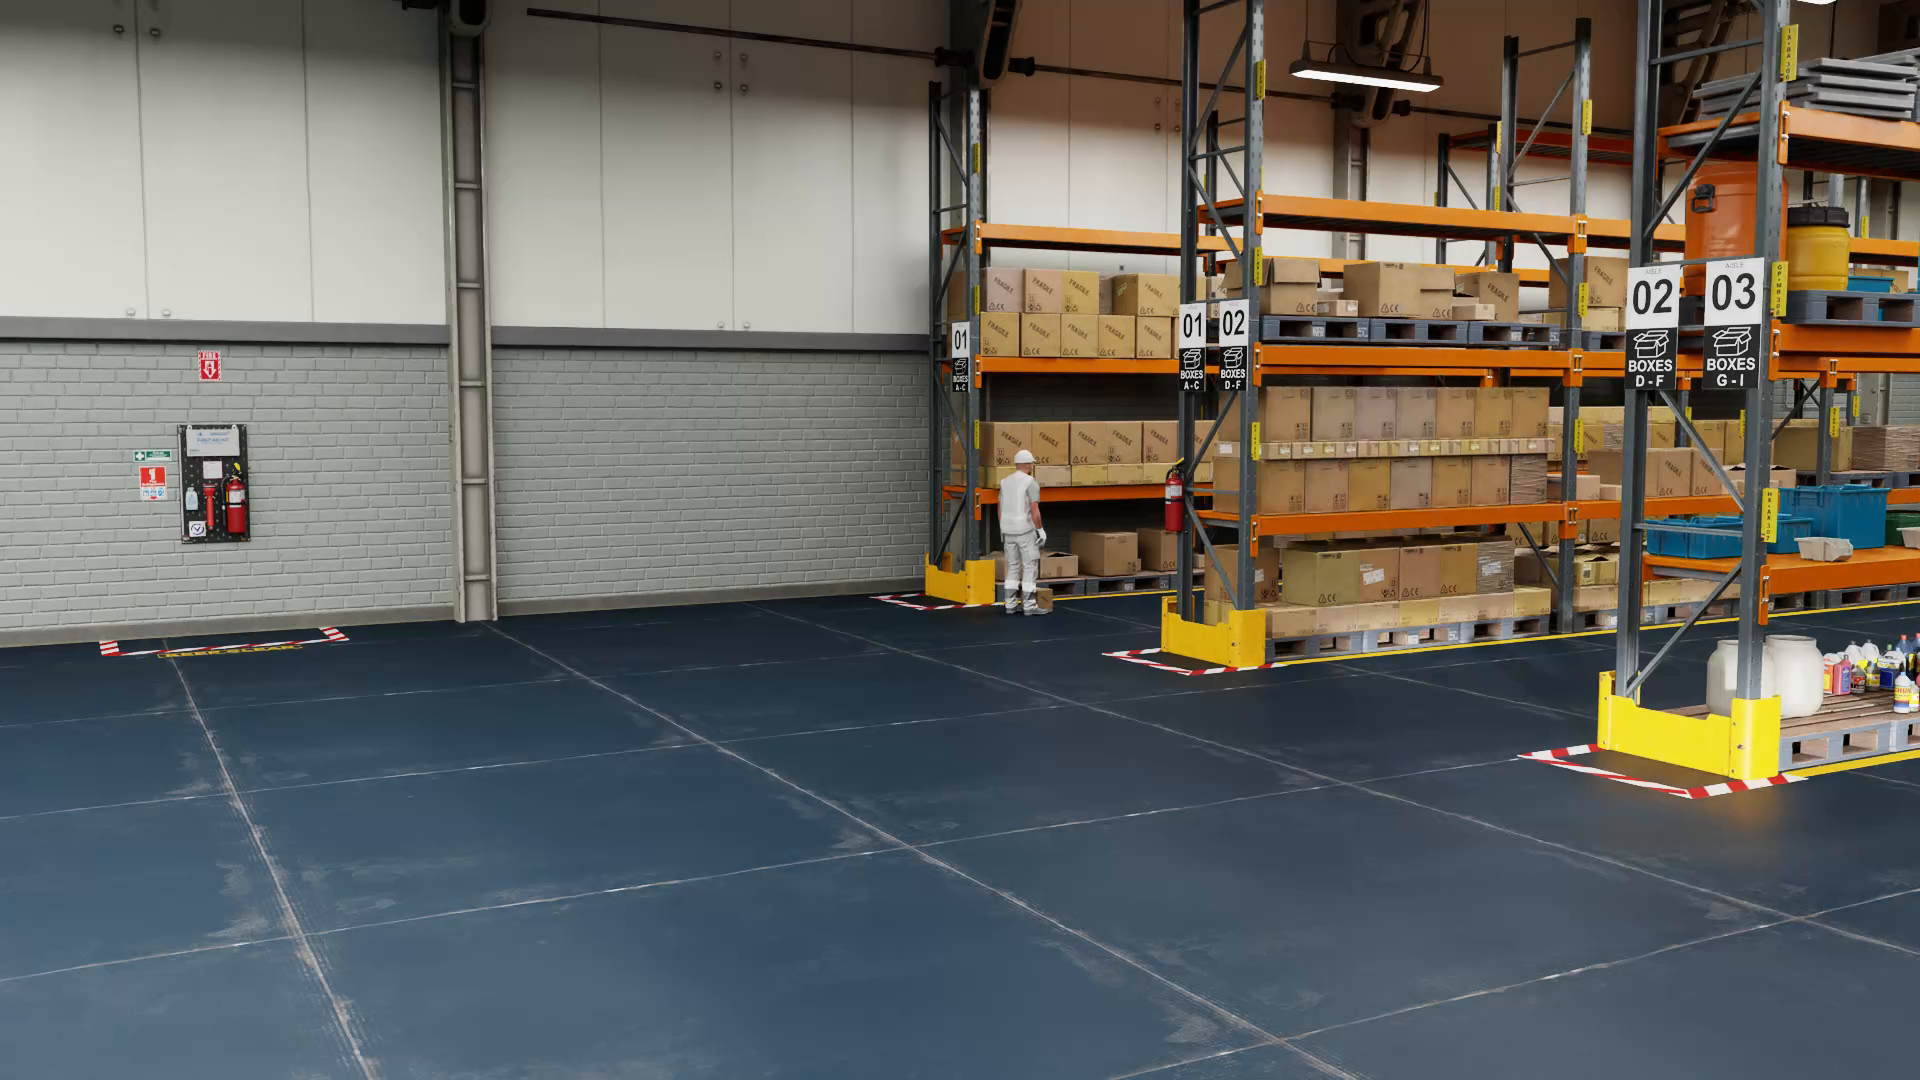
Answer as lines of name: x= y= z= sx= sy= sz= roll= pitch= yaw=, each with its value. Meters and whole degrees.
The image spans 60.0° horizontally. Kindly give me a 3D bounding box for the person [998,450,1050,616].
person: x=0.670 y=-0.084 z=18.068 sx=0.446 sy=1.781 sz=0.623 roll=-5 pitch=7 yaw=-44
